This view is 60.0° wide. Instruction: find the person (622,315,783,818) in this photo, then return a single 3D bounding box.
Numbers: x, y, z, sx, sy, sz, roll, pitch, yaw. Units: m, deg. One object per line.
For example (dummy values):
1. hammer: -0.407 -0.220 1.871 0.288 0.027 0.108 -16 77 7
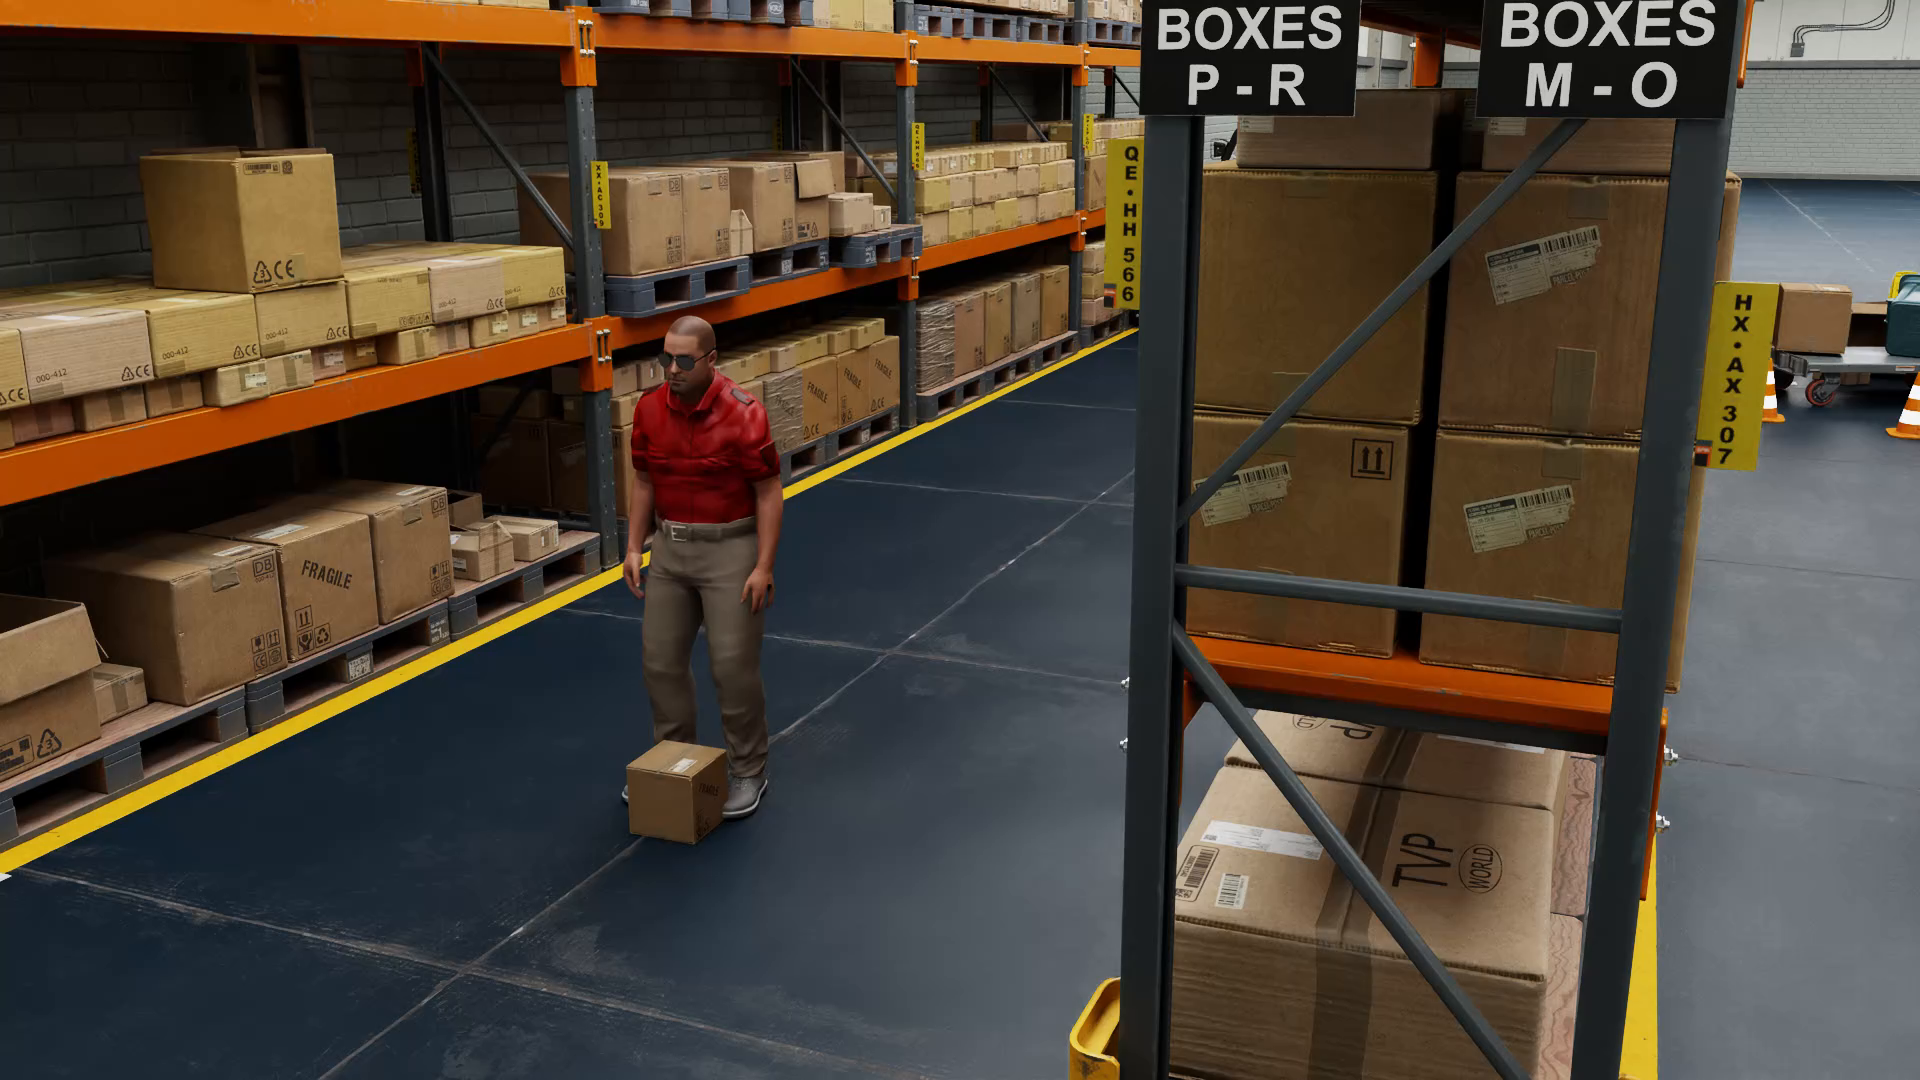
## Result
1. person: -0.888 0.083 5.742 0.585 1.727 0.392 6 16 21
